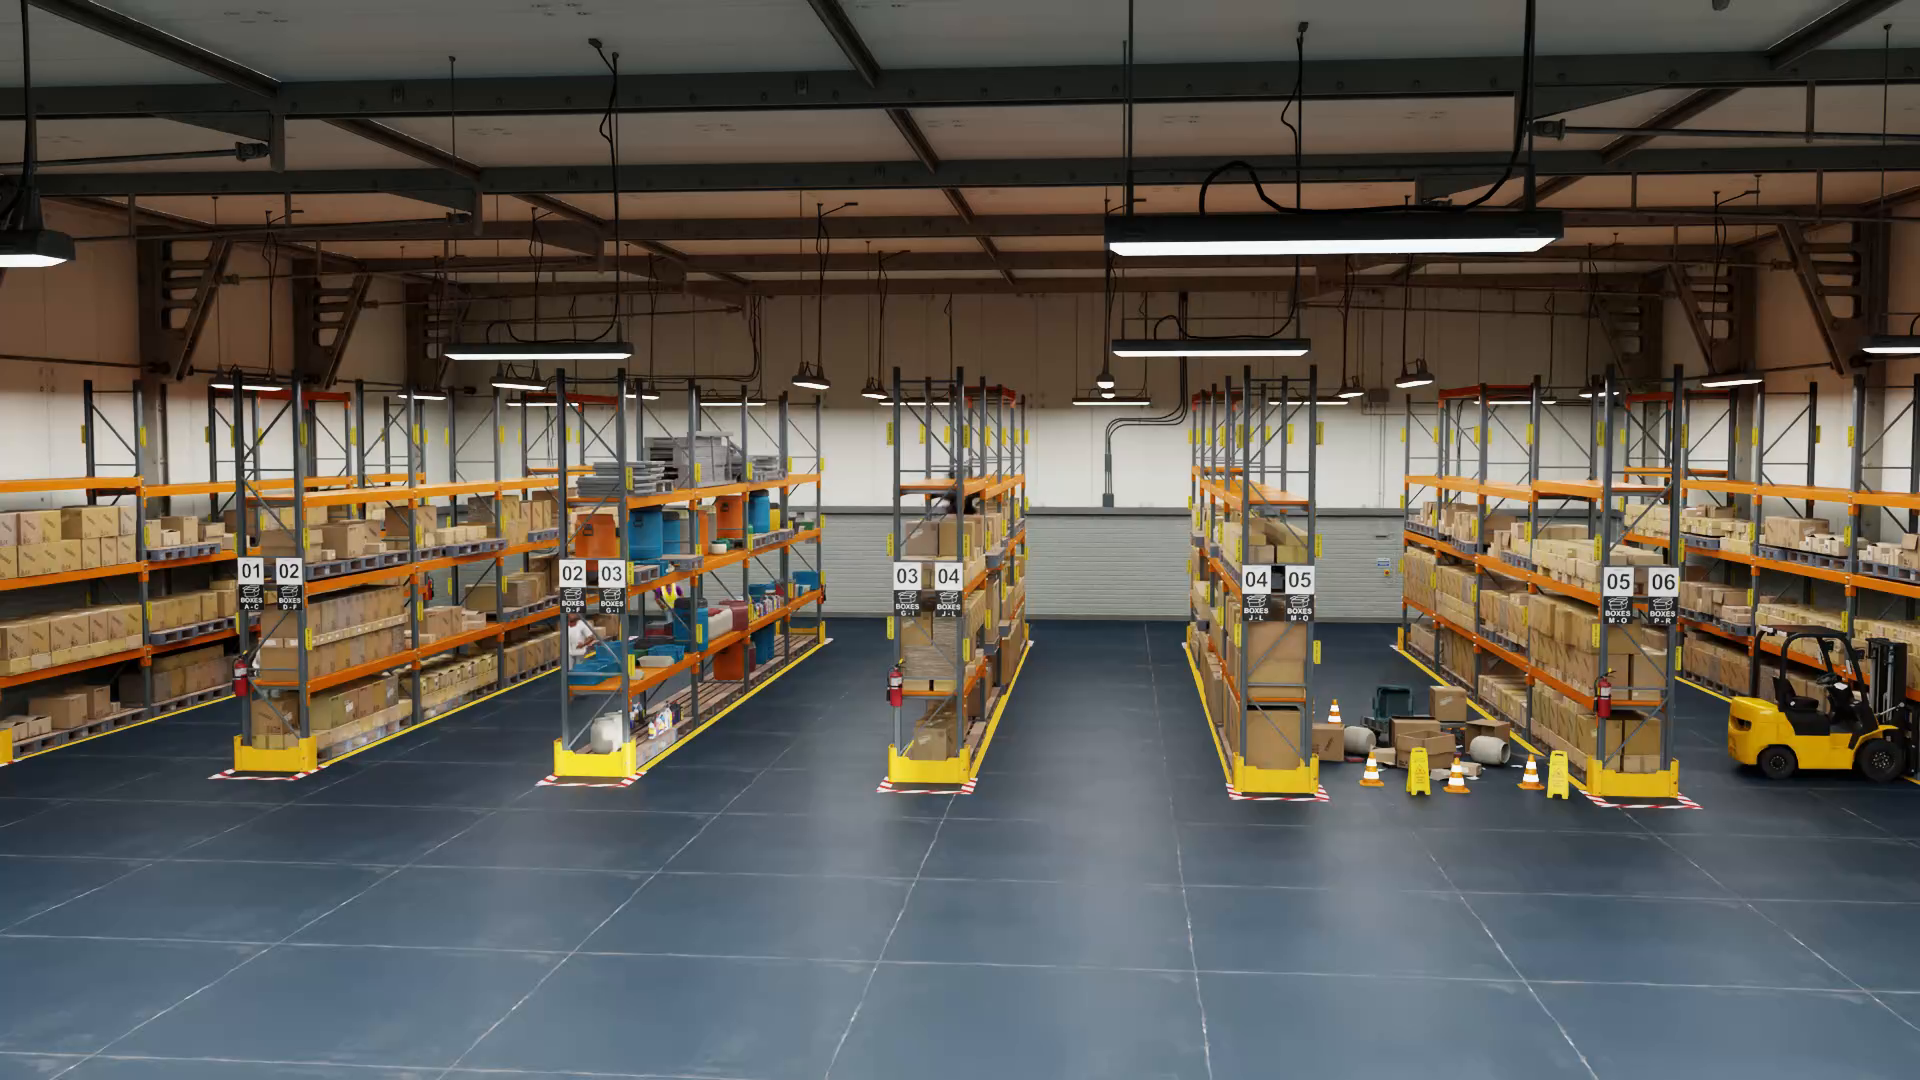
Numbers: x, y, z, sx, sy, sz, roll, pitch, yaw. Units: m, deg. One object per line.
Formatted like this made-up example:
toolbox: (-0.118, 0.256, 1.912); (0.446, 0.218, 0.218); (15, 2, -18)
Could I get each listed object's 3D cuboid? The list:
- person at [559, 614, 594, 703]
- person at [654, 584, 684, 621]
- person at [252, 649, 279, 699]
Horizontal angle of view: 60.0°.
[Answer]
person: (-7.253, 2.152, 31.394); (0.686, 1.773, 0.886); (0, 4, 5)
person: (-7.033, 1.659, 40.360); (0.702, 1.685, 0.562); (-2, 4, -23)
person: (-11.971, 2.386, 28.831); (0.602, 1.641, 0.570); (-1, 4, -9)
